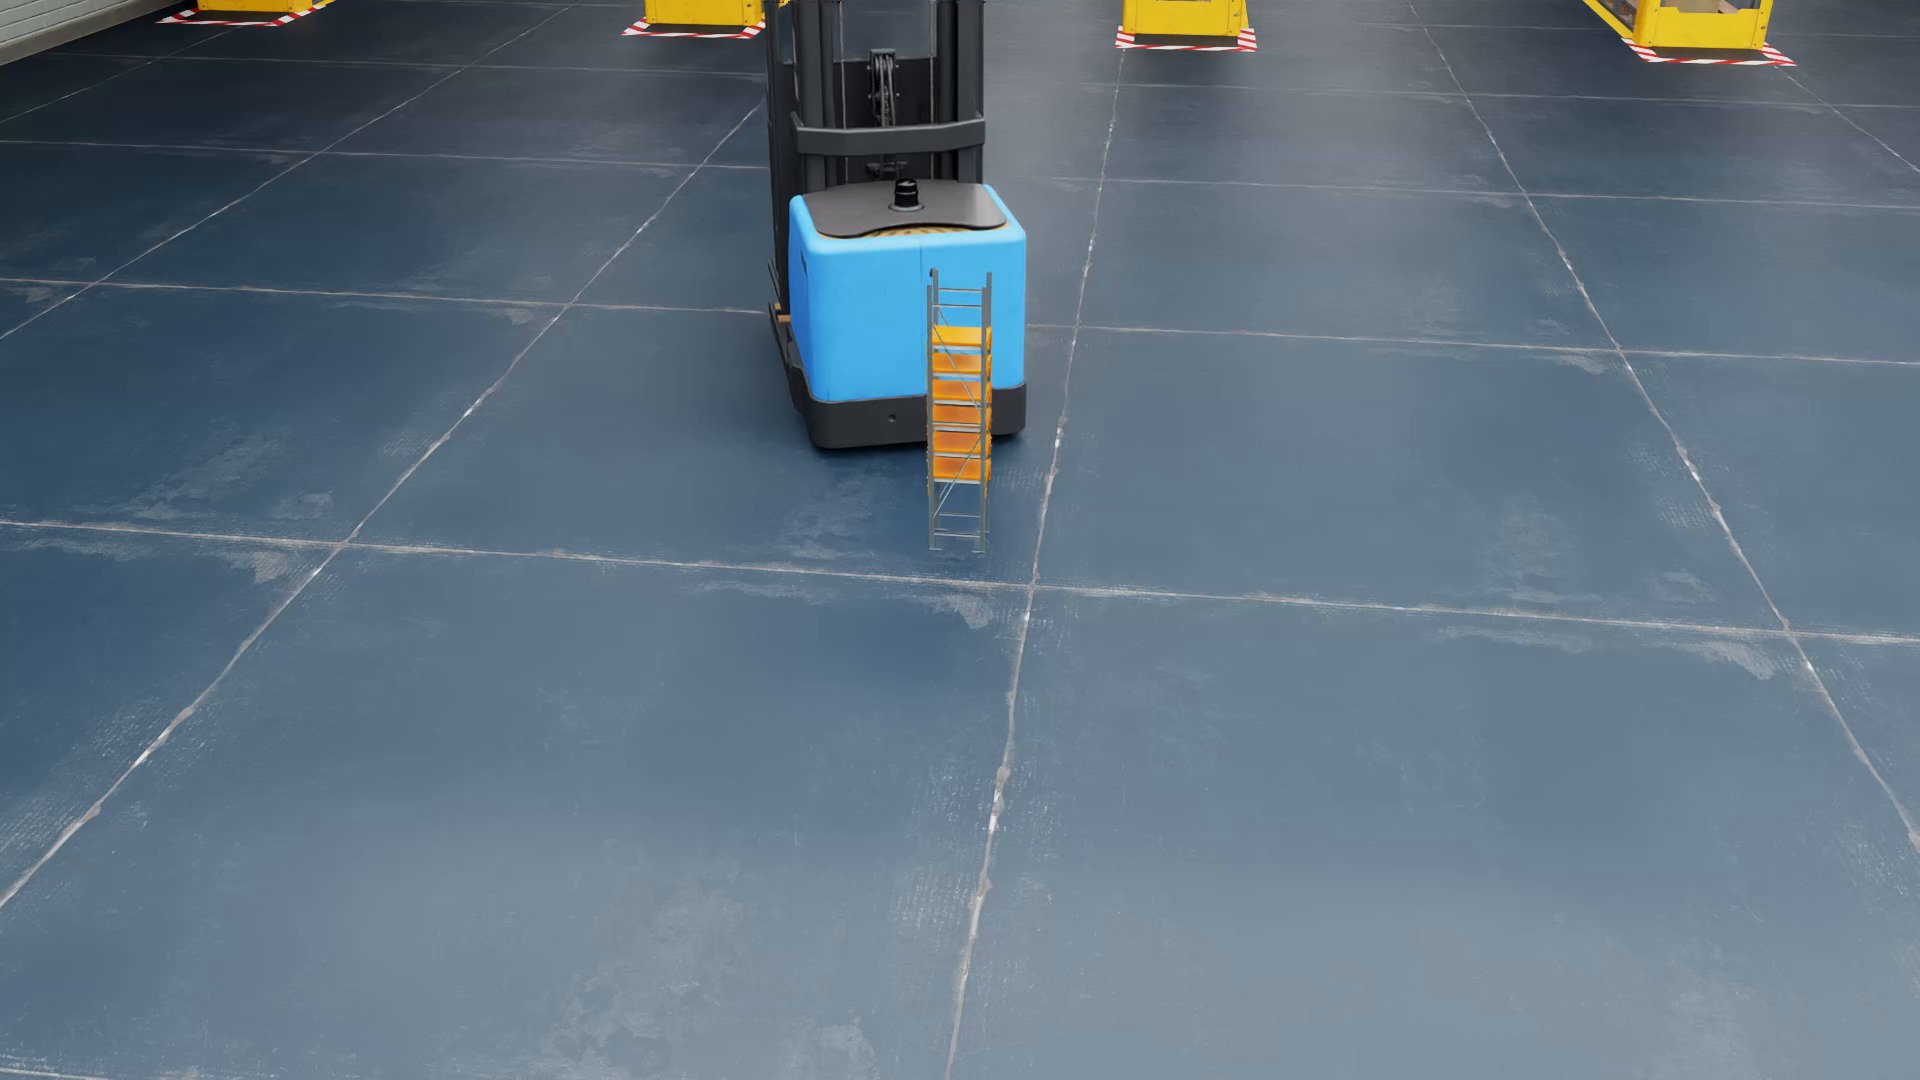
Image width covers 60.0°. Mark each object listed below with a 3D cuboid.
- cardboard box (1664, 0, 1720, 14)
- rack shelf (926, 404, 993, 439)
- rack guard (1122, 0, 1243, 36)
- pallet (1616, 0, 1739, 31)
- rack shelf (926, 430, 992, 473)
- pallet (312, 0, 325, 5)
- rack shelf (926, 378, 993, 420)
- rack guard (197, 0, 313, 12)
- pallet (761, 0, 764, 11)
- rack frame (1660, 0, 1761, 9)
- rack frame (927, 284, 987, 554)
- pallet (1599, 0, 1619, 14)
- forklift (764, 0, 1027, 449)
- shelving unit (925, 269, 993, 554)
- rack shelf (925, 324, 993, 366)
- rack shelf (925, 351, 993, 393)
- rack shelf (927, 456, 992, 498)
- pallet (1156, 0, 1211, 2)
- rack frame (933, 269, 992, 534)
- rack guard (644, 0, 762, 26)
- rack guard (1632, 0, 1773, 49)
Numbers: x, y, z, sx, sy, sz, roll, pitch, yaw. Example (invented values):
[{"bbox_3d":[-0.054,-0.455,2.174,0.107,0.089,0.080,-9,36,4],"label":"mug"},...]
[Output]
[{"bbox_3d":[7.277,-5.505,16.498,0.500,0.500,0.500,9,30,16],"label":"cardboard box"},{"bbox_3d":[-0.002,-0.482,6.974,0.258,0.103,0.180,3,28,6],"label":"rack shelf"},{"bbox_3d":[2.231,-5.354,16.660,1.175,0.500,0.348,3,28,6],"label":"rack guard"},{"bbox_3d":[7.328,-5.316,16.895,1.003,0.211,1.213,3,28,6],"label":"pallet"},{"bbox_3d":[-0.002,-0.377,7.031,0.258,0.103,0.180,3,28,6],"label":"rack shelf"},{"bbox_3d":[-7.420,-6.180,18.498,1.003,0.211,1.213,3,28,6],"label":"pallet"},{"bbox_3d":[-0.002,-0.588,6.917,0.258,0.103,0.180,3,28,6],"label":"rack shelf"},{"bbox_3d":[-7.555,-5.927,17.724,1.175,0.500,0.348,3,28,6],"label":"rack guard"},{"bbox_3d":[-2.595,-5.840,17.867,1.003,0.211,1.213,3,28,6],"label":"pallet"},{"bbox_3d":[7.184,-6.128,15.461,1.000,3.000,0.127,3,28,6],"label":"rack frame"},{"bbox_3d":[-0.013,-0.478,6.873,0.240,1.200,0.006,3,28,6],"label":"rack frame"},{"bbox_3d":[7.480,-5.889,17.958,1.003,0.211,1.213,3,28,6],"label":"pallet"},{"bbox_3d":[-0.472,-2.405,8.624,1.130,2.935,3.031,-5,29,-10],"label":"forklift"},{"bbox_3d":[-0.002,-0.521,6.953,0.258,1.200,0.189,3,28,6],"label":"shelving unit"},{"bbox_3d":[-0.002,-0.799,6.803,0.258,0.103,0.180,3,28,6],"label":"rack shelf"},{"bbox_3d":[-0.002,-0.694,6.860,0.258,0.103,0.180,3,28,6],"label":"rack shelf"},{"bbox_3d":[-0.002,-0.271,7.088,0.258,0.103,0.180,3,28,6],"label":"rack shelf"},{"bbox_3d":[2.336,-5.608,17.438,1.003,0.211,1.213,3,28,6],"label":"pallet"},{"bbox_3d":[0.009,-0.564,7.033,0.240,1.200,0.006,3,28,6],"label":"rack frame"},{"bbox_3d":[-2.650,-5.593,17.105,1.175,0.500,0.348,3,28,6],"label":"rack guard"},{"bbox_3d":[7.193,-5.063,16.121,1.175,0.500,0.348,3,28,6],"label":"rack guard"}]
